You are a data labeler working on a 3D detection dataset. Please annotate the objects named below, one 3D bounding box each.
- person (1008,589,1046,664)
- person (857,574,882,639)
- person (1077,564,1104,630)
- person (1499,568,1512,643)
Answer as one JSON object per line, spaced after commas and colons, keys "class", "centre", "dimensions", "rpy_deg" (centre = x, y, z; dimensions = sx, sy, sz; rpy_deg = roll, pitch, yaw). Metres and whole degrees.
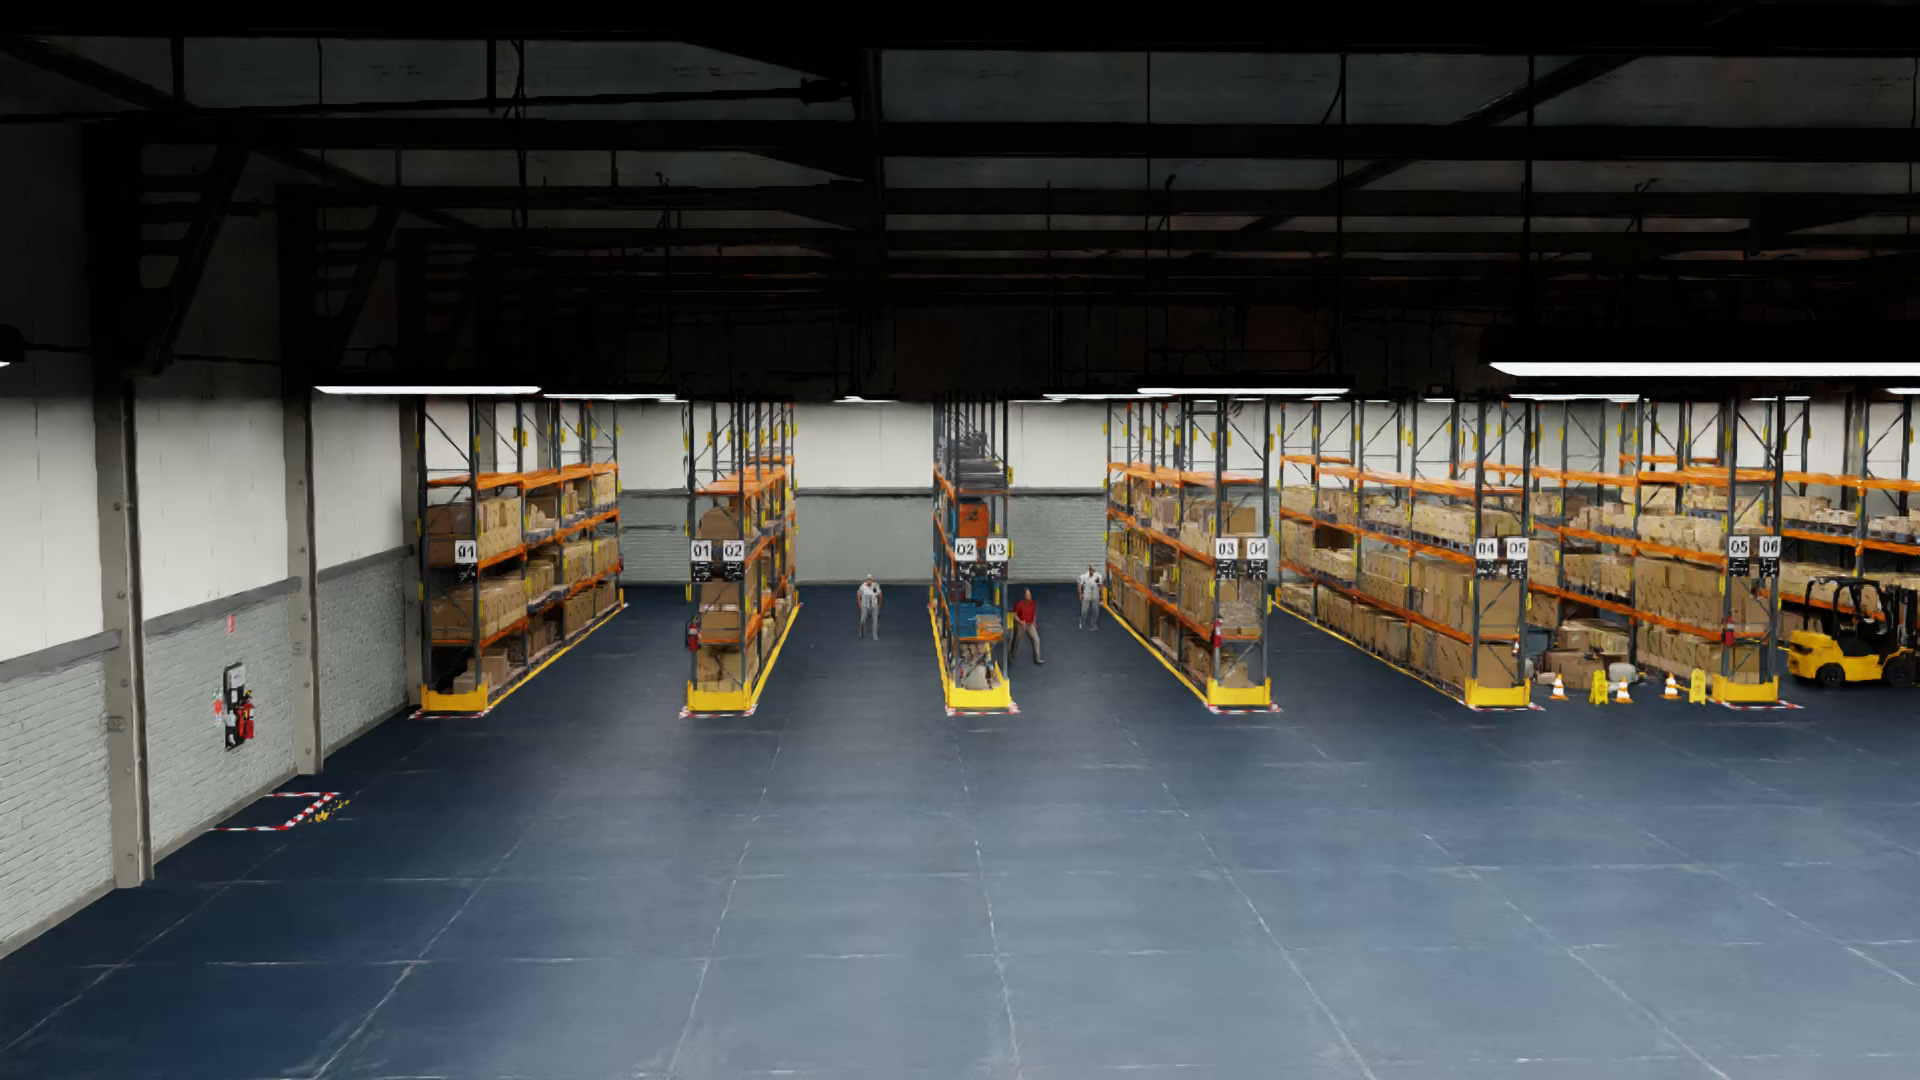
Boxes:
{"class": "person", "centre": [1.443, 1.892, 36.693], "dimensions": [0.691, 1.658, 0.860], "rpy_deg": [-2, 5, -20]}
{"class": "person", "centre": [-2.208, 1.617, 40.603], "dimensions": [0.622, 1.610, 0.578], "rpy_deg": [0, 5, -4]}
{"class": "person", "centre": [3.313, 1.432, 42.197], "dimensions": [0.682, 1.715, 0.536], "rpy_deg": [0, 5, -4]}
{"class": "person", "centre": [13.046, 1.560, 39.926], "dimensions": [0.457, 1.783, 0.618], "rpy_deg": [-3, 5, -31]}
